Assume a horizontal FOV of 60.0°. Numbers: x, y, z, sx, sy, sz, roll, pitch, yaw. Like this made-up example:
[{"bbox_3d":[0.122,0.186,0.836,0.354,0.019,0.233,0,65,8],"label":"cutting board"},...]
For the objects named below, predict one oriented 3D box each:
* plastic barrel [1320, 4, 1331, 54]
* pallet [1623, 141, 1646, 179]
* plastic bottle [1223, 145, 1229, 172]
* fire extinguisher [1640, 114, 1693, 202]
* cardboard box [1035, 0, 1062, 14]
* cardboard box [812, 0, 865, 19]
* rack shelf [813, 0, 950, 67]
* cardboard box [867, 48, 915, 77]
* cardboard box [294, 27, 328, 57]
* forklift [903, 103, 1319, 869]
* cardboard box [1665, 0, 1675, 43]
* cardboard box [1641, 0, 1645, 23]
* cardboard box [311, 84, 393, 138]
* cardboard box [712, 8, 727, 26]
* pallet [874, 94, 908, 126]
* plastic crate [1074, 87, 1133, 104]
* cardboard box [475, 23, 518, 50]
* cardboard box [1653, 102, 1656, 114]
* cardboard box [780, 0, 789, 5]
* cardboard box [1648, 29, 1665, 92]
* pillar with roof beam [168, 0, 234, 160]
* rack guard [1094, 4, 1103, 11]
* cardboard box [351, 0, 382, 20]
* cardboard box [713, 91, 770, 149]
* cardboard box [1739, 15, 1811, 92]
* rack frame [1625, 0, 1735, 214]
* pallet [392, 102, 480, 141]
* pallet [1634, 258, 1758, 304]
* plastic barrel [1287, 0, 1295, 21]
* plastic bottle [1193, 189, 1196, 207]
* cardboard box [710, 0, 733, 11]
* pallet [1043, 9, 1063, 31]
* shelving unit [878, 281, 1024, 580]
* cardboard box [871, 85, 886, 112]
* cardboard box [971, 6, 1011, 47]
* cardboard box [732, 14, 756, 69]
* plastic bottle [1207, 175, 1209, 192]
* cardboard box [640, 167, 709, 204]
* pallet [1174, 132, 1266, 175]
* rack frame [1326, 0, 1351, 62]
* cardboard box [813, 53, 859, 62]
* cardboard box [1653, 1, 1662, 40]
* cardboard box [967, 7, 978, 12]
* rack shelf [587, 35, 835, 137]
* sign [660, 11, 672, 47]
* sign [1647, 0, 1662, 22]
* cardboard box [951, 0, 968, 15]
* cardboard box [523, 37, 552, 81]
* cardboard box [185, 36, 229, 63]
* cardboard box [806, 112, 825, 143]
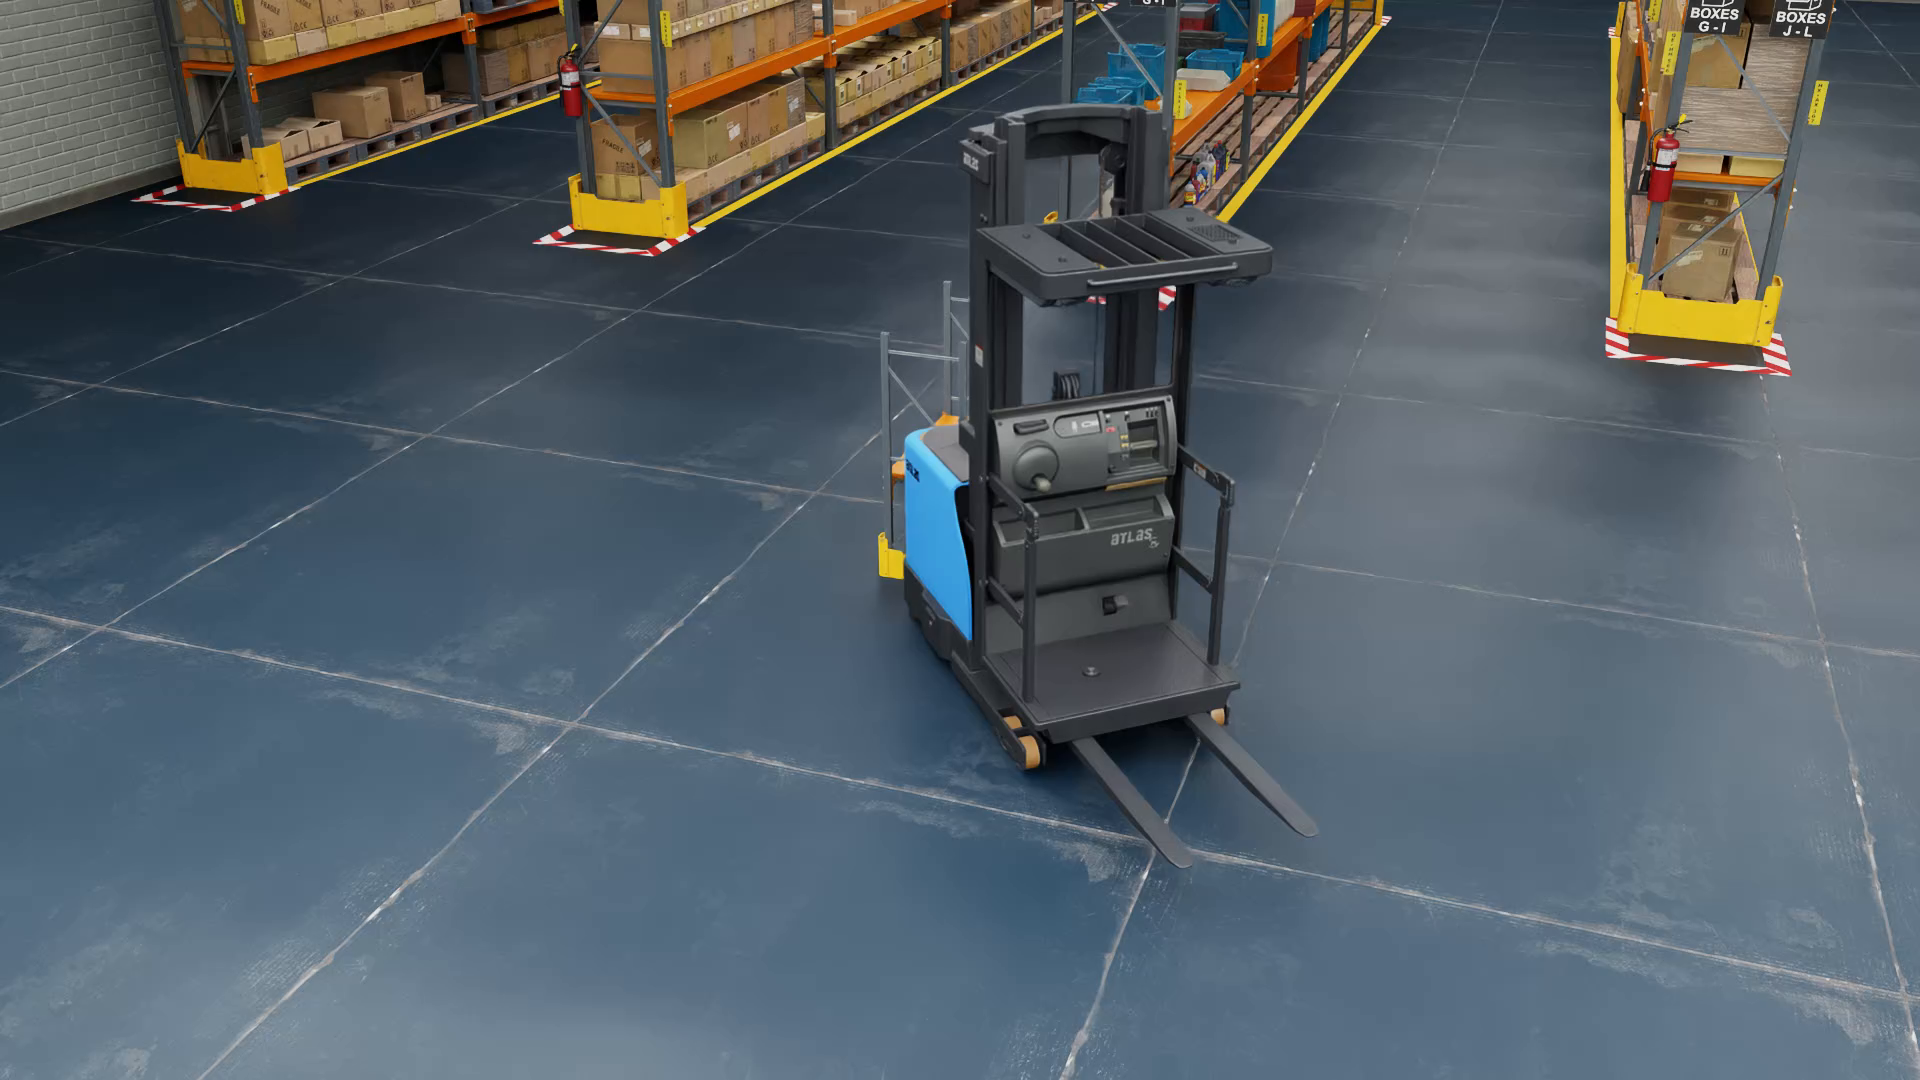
[{"bbox_3d":[5.173,-7.709,24.657,0.600,0.901,0.708,9,27,17],"label":"plastic barrel"},{"bbox_3d":[8.040,-4.248,18.782,1.003,0.211,1.213,9,27,17],"label":"pallet"},{"bbox_3d":[2.858,-4.128,17.947,0.061,0.283,0.133,10,28,20],"label":"plastic bottle"},{"bbox_3d":[5.574,-3.021,13.137,0.296,0.674,0.183,9,27,17],"label":"fire extinguisher"},{"bbox_3d":[1.320,-9.253,28.279,0.797,0.503,0.637,9,27,17],"label":"cardboard box"},{"bbox_3d":[-1.516,-6.693,20.517,0.500,0.500,0.500,11,28,21],"label":"cardboard box"},{"bbox_3d":[-1.297,-6.616,21.299,1.077,0.370,4.000,9,27,17],"label":"rack shelf"},{"bbox_3d":[-0.911,-6.293,21.836,0.500,0.311,0.500,9,27,17],"label":"cardboard box"},{"bbox_3d":[-7.345,-5.503,18.322,0.500,0.250,0.500,8,27,16],"label":"cardboard box"},{"bbox_3d":[0.685,-0.421,7.755,1.130,2.935,3.031,-10,27,-19],"label":"forklift"},{"bbox_3d":[6.501,-4.543,14.587,0.500,0.500,0.500,9,27,17],"label":"cardboard box"},{"bbox_3d":[8.640,-6.608,20.340,0.500,0.500,0.500,10,27,19],"label":"cardboard box"},{"bbox_3d":[-7.170,-5.064,19.631,0.700,0.500,0.500,7,27,14],"label":"cardboard box"},{"bbox_3d":[-2.618,-5.366,17.031,0.380,0.149,0.250,8,27,16],"label":"cardboard box"},{"bbox_3d":[-1.350,-5.675,21.728,1.003,0.211,1.213,9,27,17],"label":"pallet"},{"bbox_3d":[1.261,-3.937,15.109,0.499,0.251,0.616,9,27,17],"label":"plastic crate"},{"bbox_3d":[-6.262,-6.732,22.215,0.500,0.250,0.500,8,27,16],"label":"cardboard box"},{"bbox_3d":[6.536,-3.904,15.159,0.380,0.149,0.250,9,27,17],"label":"cardboard box"},{"bbox_3d":[-2.106,-5.995,18.331,0.380,0.149,0.250,9,27,17],"label":"cardboard box"},{"bbox_3d":[6.971,-4.483,15.610,0.875,0.500,0.500,9,27,17],"label":"cardboard box"},{"bbox_3d":[-4.489,-7.680,15.786,9.100,9.000,0.400,9,27,17],"label":"pillar with roof beam"},{"bbox_3d":[2.006,-9.893,30.110,1.175,0.500,0.348,9,27,17],"label":"rack guard"},{"bbox_3d":[-7.011,-6.250,19.005,0.500,0.500,0.500,10,27,19],"label":"cardboard box"},{"bbox_3d":[-2.403,-4.568,18.055,0.500,0.500,0.500,9,27,17],"label":"cardboard box"},{"bbox_3d":[6.487,-3.852,13.160,0.500,0.500,0.500,9,27,17],"label":"cardboard box"},{"bbox_3d":[7.378,-4.680,16.474,1.000,3.000,0.127,9,27,17],"label":"rack frame"},{"bbox_3d":[-6.825,-5.299,20.952,1.003,0.211,1.213,9,27,17],"label":"pallet"},{"bbox_3d":[6.376,-2.141,14.430,1.003,0.211,1.213,9,27,17],"label":"pallet"},{"bbox_3d":[3.898,-6.639,20.391,0.421,0.512,0.421,0,26,0],"label":"plastic barrel"},{"bbox_3d":[2.308,-3.436,16.610,0.097,0.201,0.097,0,26,0],"label":"plastic bottle"},{"bbox_3d":[-2.771,-5.739,17.058,0.700,0.500,0.500,9,27,18],"label":"cardboard box"},{"bbox_3d":[1.334,-8.936,28.464,1.003,0.211,1.213,9,27,17],"label":"pallet"},{"bbox_3d":[-0.026,-0.644,9.859,0.587,1.500,1.083,9,27,17],"label":"shelving unit"},{"bbox_3d":[-1.253,-5.623,21.094,0.500,0.250,0.500,8,27,16],"label":"cardboard box"},{"bbox_3d":[0.466,-7.827,25.336,0.500,0.500,0.500,9,27,18],"label":"cardboard box"},{"bbox_3d":[-2.613,-5.346,17.735,0.700,0.500,0.500,10,27,19],"label":"cardboard box"},{"bbox_3d":[2.522,-3.700,17.156,0.097,0.201,0.097,0,26,0],"label":"plastic bottle"},{"bbox_3d":[-2.905,-3.614,16.946,0.500,0.250,0.500,9,27,17],"label":"cardboard box"},{"bbox_3d":[2.932,-4.472,19.243,1.003,0.211,1.213,9,27,17],"label":"pallet"},{"bbox_3d":[5.370,-8.686,24.748,1.000,3.000,0.127,9,27,17],"label":"rack frame"},{"bbox_3d":[-1.592,-6.156,21.551,0.500,0.311,0.500,8,27,17],"label":"cardboard box"},{"bbox_3d":[7.868,-5.641,17.859,0.797,0.503,0.637,12,28,23],"label":"cardboard box"},{"bbox_3d":[-0.031,-7.890,25.468,0.500,0.500,0.500,9,27,18],"label":"cardboard box"},{"bbox_3d":[-2.628,-4.973,17.904,1.077,0.370,4.000,9,27,17],"label":"rack shelf"},{"bbox_3d":[-2.772,-4.817,15.672,0.100,0.325,0.005,9,27,17],"label":"sign"},{"bbox_3d":[6.854,-5.280,16.385,0.100,0.325,0.005,9,27,17],"label":"sign"},{"bbox_3d":[-0.190,-8.036,24.908,0.500,0.250,0.500,8,27,16],"label":"cardboard box"},{"bbox_3d":[-6.073,-6.636,22.878,0.700,0.500,0.500,9,27,18],"label":"cardboard box"},{"bbox_3d":[-7.993,-5.353,18.013,0.500,0.250,0.500,9,27,18],"label":"cardboard box"},{"bbox_3d":[-1.911,-4.847,19.493,0.500,0.250,0.500,9,27,17],"label":"cardboard box"}]
